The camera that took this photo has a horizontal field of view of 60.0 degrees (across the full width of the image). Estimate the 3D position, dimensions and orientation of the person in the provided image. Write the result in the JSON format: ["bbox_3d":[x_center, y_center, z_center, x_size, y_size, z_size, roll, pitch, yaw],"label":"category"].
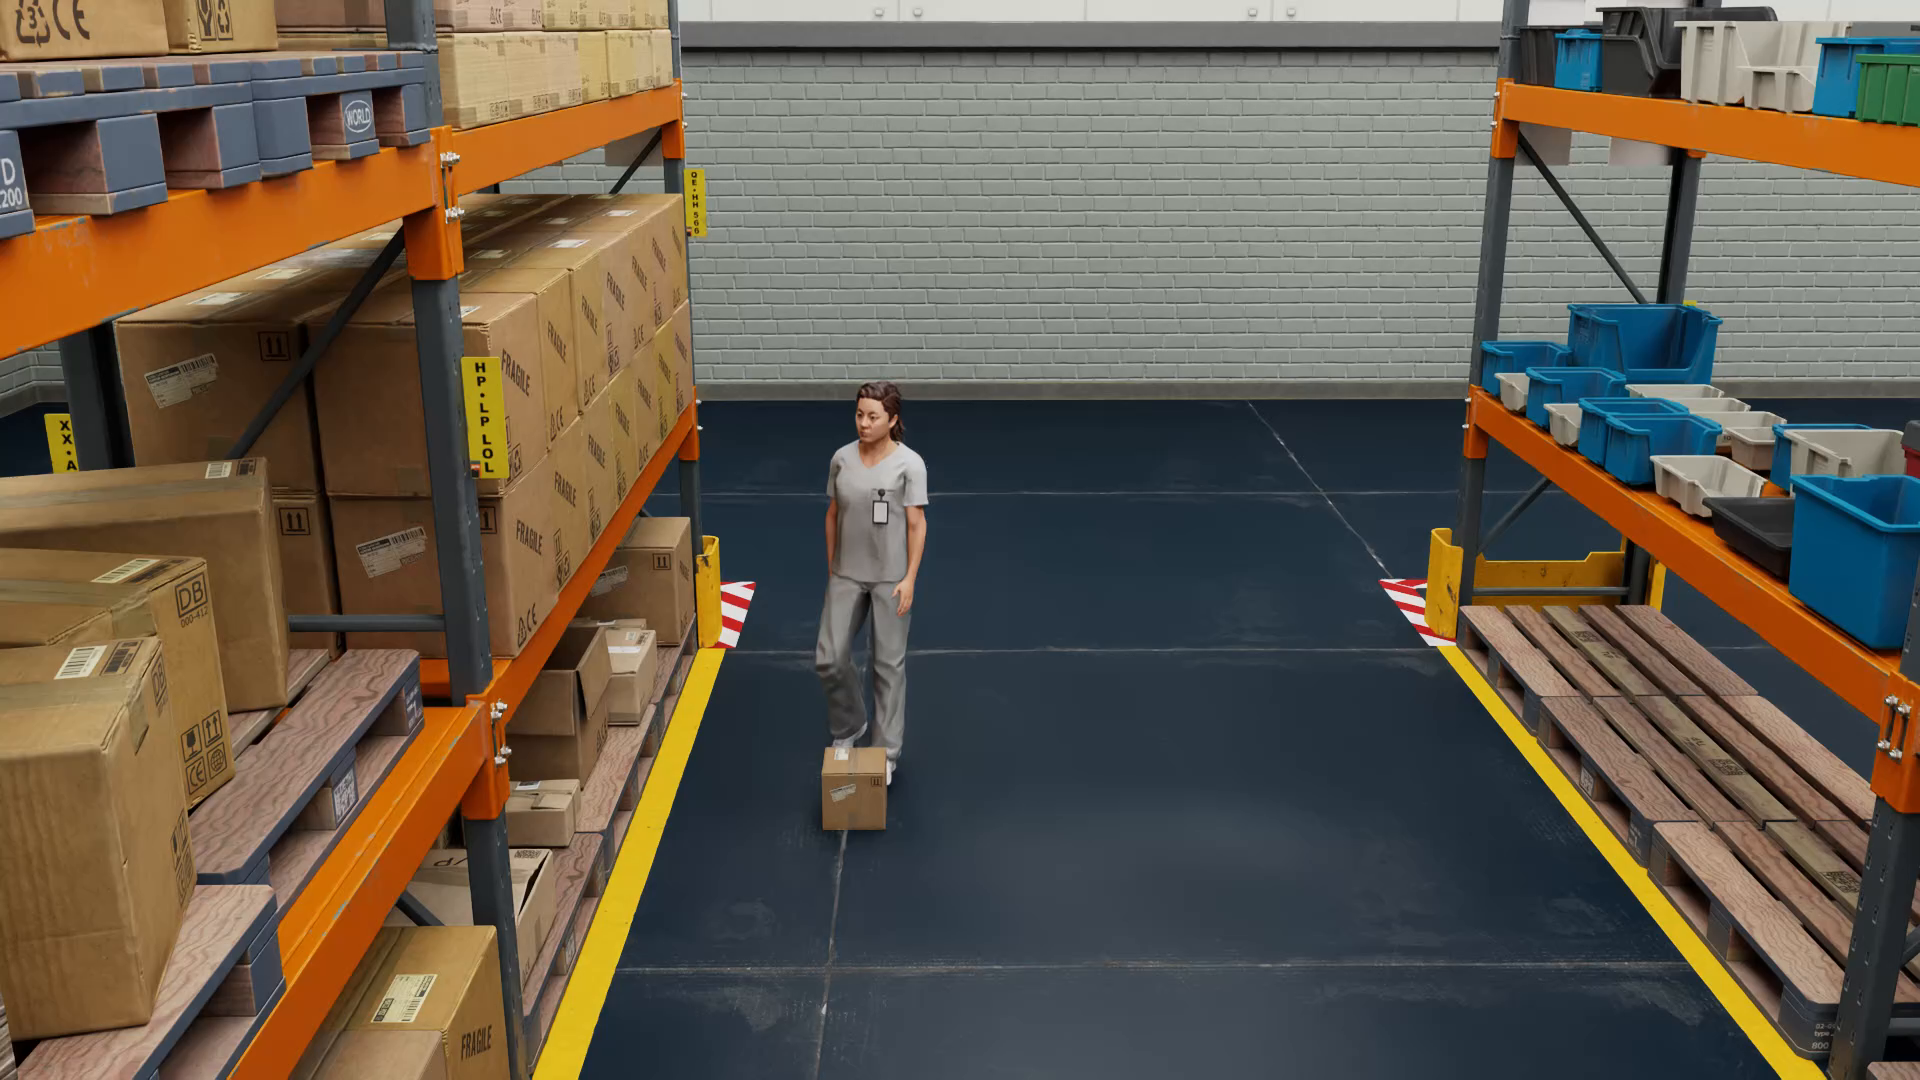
[{"bbox_3d":[-0.369,0.192,6.921,0.465,1.697,0.529,4,18,14],"label":"person"}]
